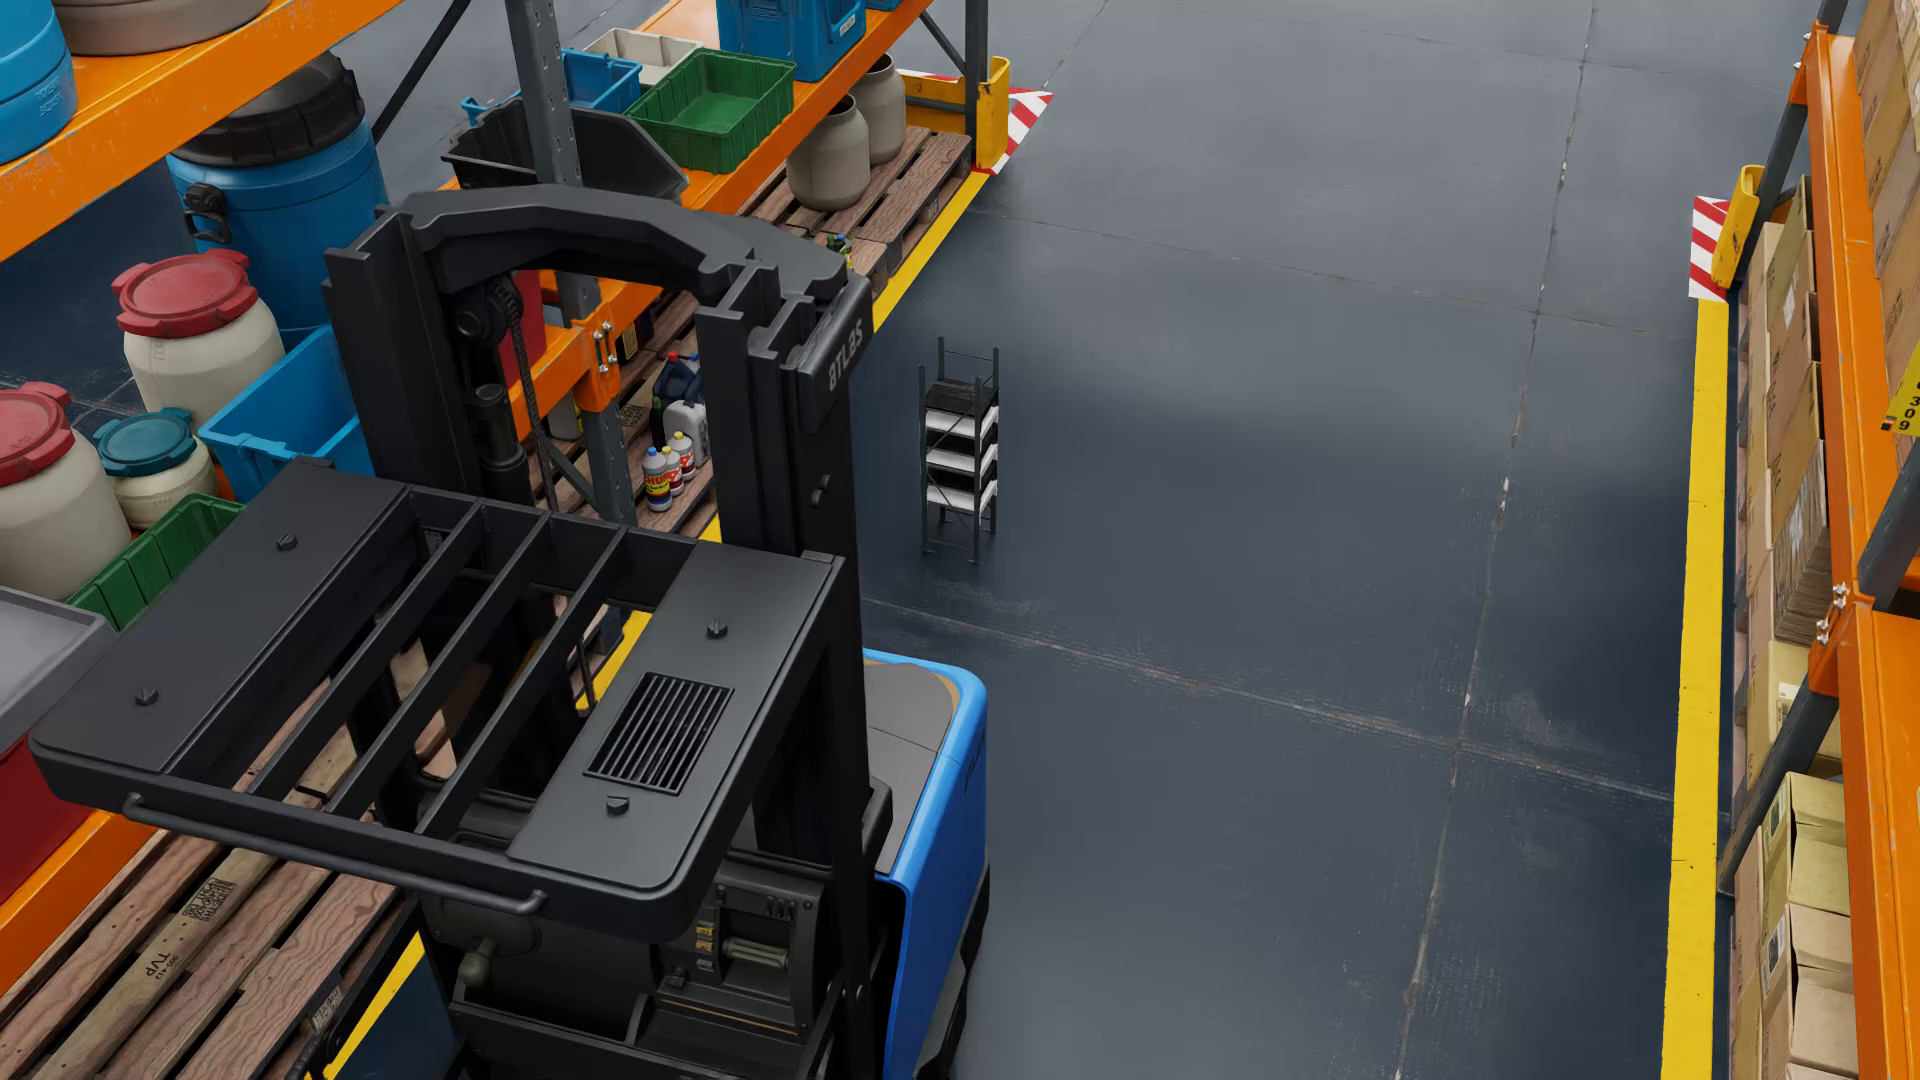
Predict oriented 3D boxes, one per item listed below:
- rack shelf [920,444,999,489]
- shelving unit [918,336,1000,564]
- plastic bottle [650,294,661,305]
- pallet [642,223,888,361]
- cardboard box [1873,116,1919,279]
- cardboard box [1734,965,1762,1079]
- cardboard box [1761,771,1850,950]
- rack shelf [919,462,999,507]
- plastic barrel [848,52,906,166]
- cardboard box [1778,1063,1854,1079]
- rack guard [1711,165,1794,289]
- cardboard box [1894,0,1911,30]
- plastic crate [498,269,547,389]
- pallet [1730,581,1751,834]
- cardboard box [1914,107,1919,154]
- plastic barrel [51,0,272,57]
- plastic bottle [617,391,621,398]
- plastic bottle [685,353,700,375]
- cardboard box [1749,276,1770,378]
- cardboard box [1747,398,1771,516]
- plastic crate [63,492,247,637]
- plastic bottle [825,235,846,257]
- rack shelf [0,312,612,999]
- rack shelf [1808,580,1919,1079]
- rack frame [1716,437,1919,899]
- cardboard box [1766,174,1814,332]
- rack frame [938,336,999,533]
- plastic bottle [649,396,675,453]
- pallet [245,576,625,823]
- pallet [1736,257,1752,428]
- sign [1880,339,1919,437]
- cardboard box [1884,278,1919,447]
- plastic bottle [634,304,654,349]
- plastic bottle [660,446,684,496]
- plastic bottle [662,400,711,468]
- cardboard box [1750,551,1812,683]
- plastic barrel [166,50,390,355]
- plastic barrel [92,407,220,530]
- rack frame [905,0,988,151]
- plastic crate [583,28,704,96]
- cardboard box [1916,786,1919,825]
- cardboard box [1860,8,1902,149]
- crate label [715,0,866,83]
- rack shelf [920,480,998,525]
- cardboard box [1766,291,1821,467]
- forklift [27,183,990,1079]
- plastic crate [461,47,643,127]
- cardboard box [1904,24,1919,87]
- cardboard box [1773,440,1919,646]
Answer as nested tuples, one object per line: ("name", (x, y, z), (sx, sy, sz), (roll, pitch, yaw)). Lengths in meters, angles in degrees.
("rack shelf", (-0.003, -0.312, 6.474), (0.258, 0.077, 0.200), (13, 42, 15))
("shelving unit", (-0.003, -0.337, 6.452), (0.258, 0.900, 0.210), (13, 42, 15))
("plastic bottle", (-1.437, -1.195, 7.657), (0.097, 0.201, 0.097), (0, 40, 0))
("pallet", (-1.023, -1.106, 7.884), (1.003, 0.211, 1.213), (13, 42, 15))
("cardboard box", (3.616, -1.169, 5.732), (0.700, 0.500, 0.500), (15, 43, 16))
("cardboard box", (2.400, 1.471, 4.510), (0.500, 0.250, 0.500), (14, 43, 16))
("cardboard box", (2.571, 0.952, 4.686), (0.500, 0.311, 0.500), (13, 42, 15))
("rack shelf", (-0.003, -0.244, 6.532), (0.258, 0.077, 0.200), (13, 42, 15))
("plastic barrel", (-0.493, -2.254, 8.674), (0.421, 0.512, 0.421), (0, 40, 0))
("cardboard box", (2.219, 1.572, 3.960), (0.500, 0.311, 0.500), (12, 42, 14))
("rack guard", (4.322, -1.421, 8.031), (1.175, 0.500, 0.348), (13, 42, 15))
("cardboard box", (3.715, -1.984, 6.188), (0.380, 0.149, 0.250), (13, 42, 14))
("plastic crate", (-1.585, -0.681, 5.188), (0.402, 0.464, 0.583), (13, 42, 15))
("pallet", (3.258, 0.667, 5.805), (1.003, 0.211, 1.213), (13, 42, 15))
("cardboard box", (3.362, -1.353, 5.448), (0.380, 0.149, 0.250), (15, 43, 16))
("plastic barrel", (-1.901, -1.594, 3.610), (0.600, 0.901, 0.600), (0, 40, 0))
("plastic bottle", (-1.544, -0.707, 7.027), (0.152, 0.276, 0.135), (13, 42, 15))
("plastic bottle", (-1.105, -0.665, 6.981), (0.097, 0.271, 0.097), (0, 40, 0))
("cardboard box", (3.754, -0.888, 7.275), (0.500, 0.250, 0.500), (13, 42, 15))
("cardboard box", (3.407, -0.279, 6.561), (0.500, 0.250, 0.500), (13, 42, 15))
("plastic crate", (-2.037, 0.186, 4.384), (0.450, 0.188, 0.662), (13, 42, 15))
("plastic bottle", (-0.578, -1.301, 7.717), (0.061, 0.283, 0.133), (14, 43, 16))
("rack shelf", (-2.391, 0.474, 4.438), (1.077, 0.370, 4.000), (13, 42, 15))
("rack shelf", (2.262, 1.575, 3.147), (1.077, 0.370, 4.000), (13, 42, 15))
("rack frame", (2.946, 0.082, 4.343), (1.000, 3.000, 0.127), (13, 42, 15))
("cardboard box", (3.753, -1.174, 7.032), (0.500, 0.500, 0.500), (13, 42, 15))
("rack frame", (0.032, -0.399, 6.525), (0.240, 0.900, 0.006), (13, 42, 15))
("plastic bottle", (-1.202, -0.477, 6.752), (0.061, 0.283, 0.133), (13, 42, 15))
("pallet", (-1.939, 0.529, 5.968), (1.003, 0.211, 1.213), (13, 42, 15))
("pallet", (4.092, -0.821, 7.550), (1.003, 0.211, 1.213), (13, 42, 15))
("sign", (2.424, -0.400, 4.179), (0.100, 0.325, 0.005), (13, 42, 15))
("cardboard box", (3.266, -0.551, 5.008), (0.700, 0.500, 0.500), (13, 42, 15))
("plastic bottle", (-1.422, -0.999, 7.364), (0.061, 0.283, 0.133), (13, 42, 15))
("plastic bottle", (-1.151, -0.282, 6.586), (0.097, 0.201, 0.097), (0, 40, 0))
("plastic bottle", (-1.101, -0.451, 6.727), (0.152, 0.276, 0.135), (15, 43, 17))
("cardboard box", (3.080, 0.334, 5.842), (0.500, 0.250, 0.500), (13, 42, 15))
("plastic barrel", (-2.124, -1.042, 5.274), (0.600, 0.901, 0.708), (13, 42, 15))
("plastic barrel", (-2.304, -0.194, 4.773), (0.301, 0.262, 0.301), (0, 40, 0))
("rack frame", (-0.339, -3.459, 8.494), (1.000, 3.000, 0.127), (13, 42, 15))
("plastic crate", (-1.390, -1.966, 6.946), (0.530, 0.136, 0.437), (13, 42, 15))
("cardboard box", (2.451, 0.673, 3.844), (0.380, 0.149, 0.250), (13, 42, 15))
("cardboard box", (3.967, -1.793, 6.463), (0.700, 0.500, 0.500), (14, 43, 16))
("crate label", (-0.715, -2.290, 7.096), (0.502, 0.435, 0.616), (13, 42, 15))
("rack shelf", (-0.003, -0.175, 6.591), (0.258, 0.077, 0.200), (13, 42, 15))
("cardboard box", (3.406, -0.565, 6.318), (0.500, 0.500, 0.500), (13, 42, 15))
("forklift", (-0.802, 0.906, 3.430), (1.130, 2.935, 3.031), (10, 42, 12))
("plastic crate", (-1.584, -1.698, 6.544), (0.499, 0.251, 0.616), (13, 42, 15))
("cardboard box", (3.539, -1.665, 5.814), (0.380, 0.149, 0.250), (13, 42, 15))
("cardboard box", (3.081, 0.049, 5.598), (0.500, 0.500, 0.500), (13, 42, 15))
